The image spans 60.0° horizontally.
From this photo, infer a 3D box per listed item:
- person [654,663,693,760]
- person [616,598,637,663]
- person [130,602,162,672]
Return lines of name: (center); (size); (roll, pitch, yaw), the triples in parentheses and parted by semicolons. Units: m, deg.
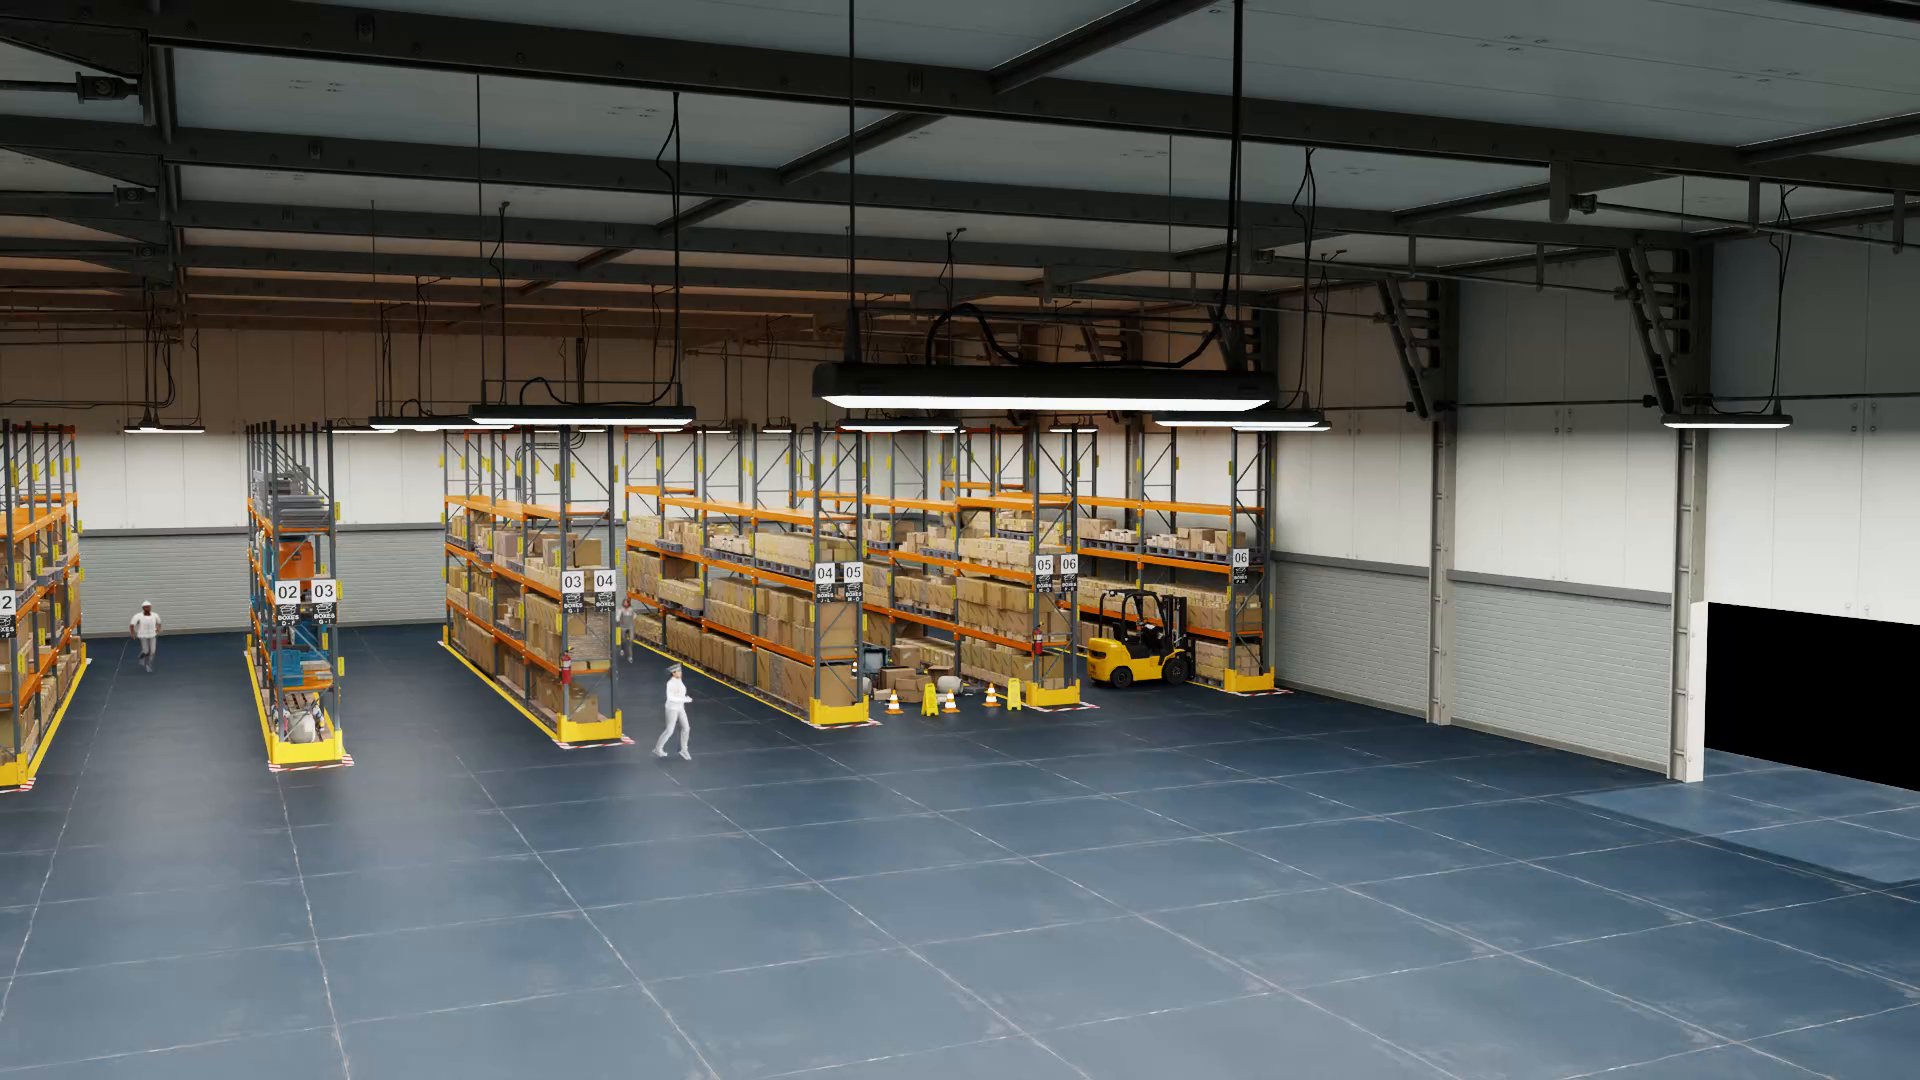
person: (-5.056, 3.052, 29.425); (0.745, 1.769, 0.631); (1, 4, 18)
person: (-8.484, 2.285, 42.378); (0.553, 1.594, 0.884); (-1, 4, -23)
person: (-19.728, 2.348, 40.365); (0.705, 1.719, 0.584); (-3, 5, -39)
